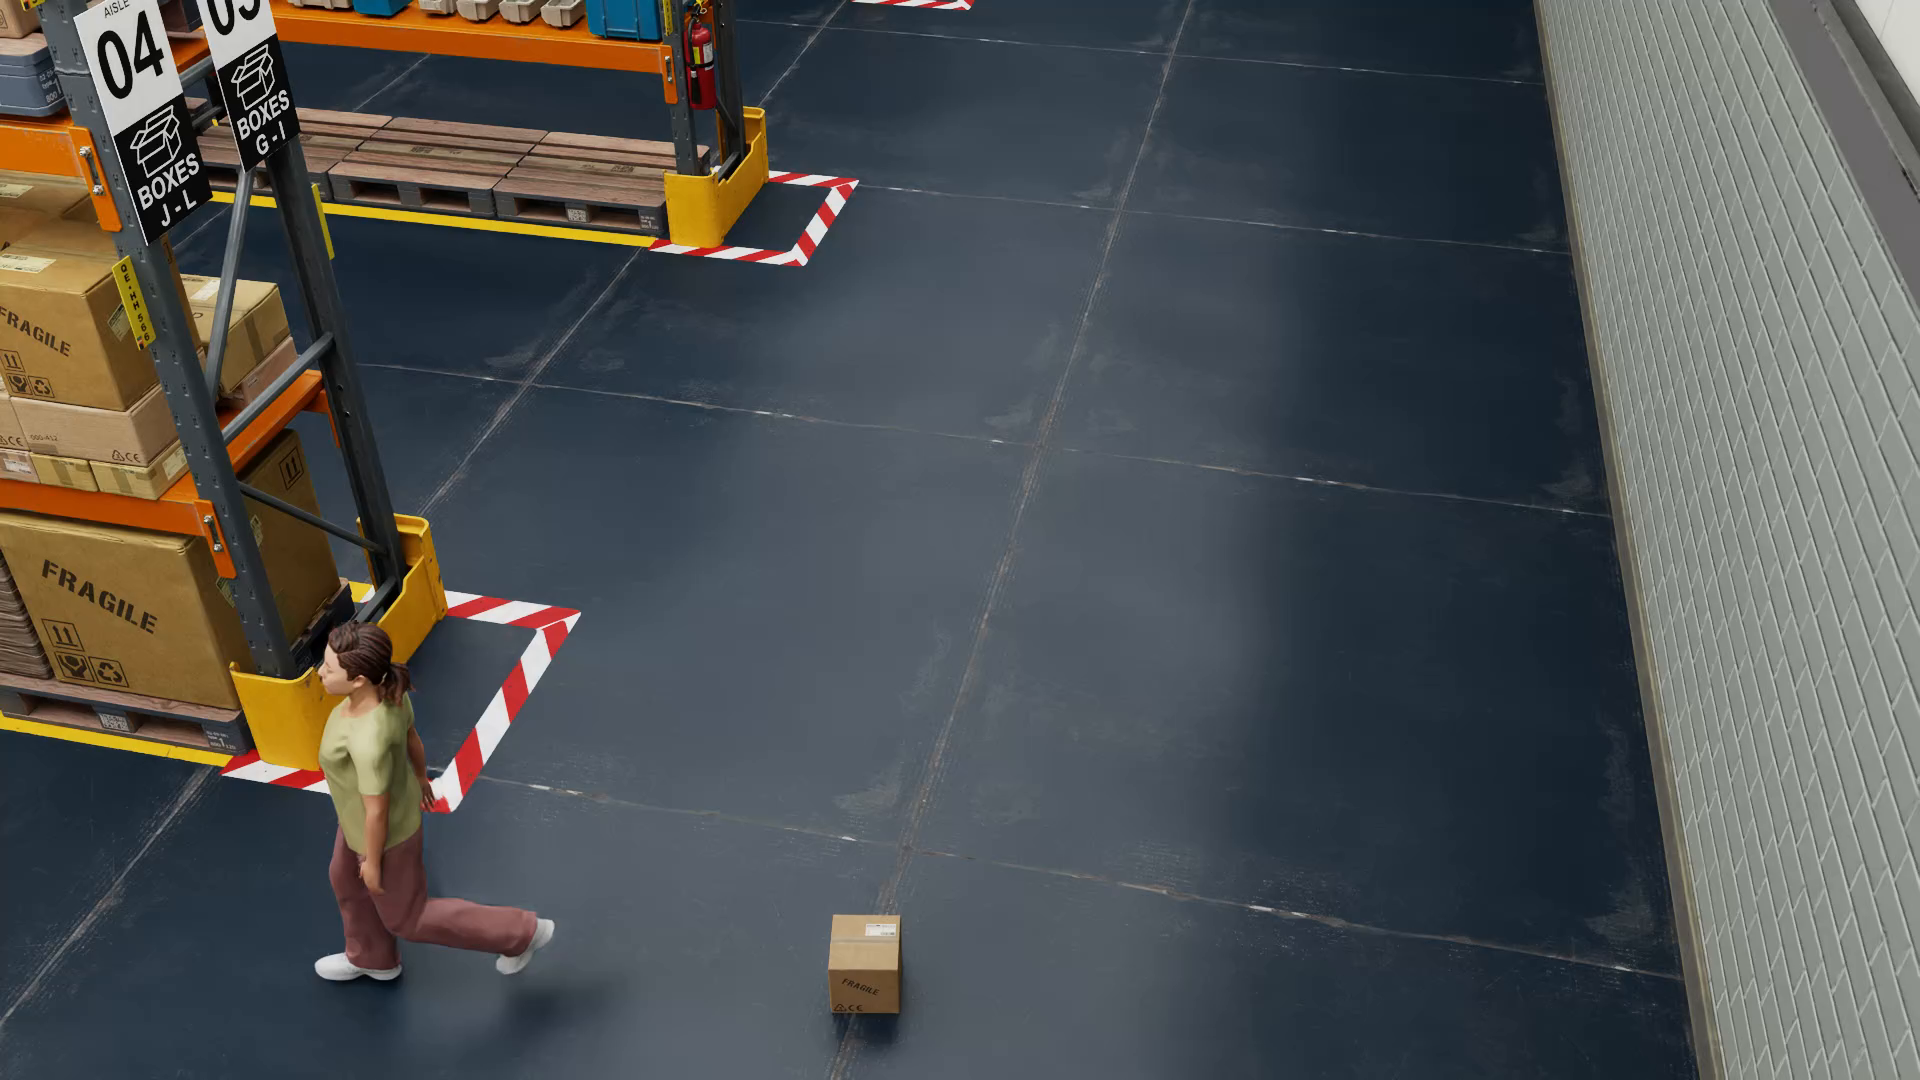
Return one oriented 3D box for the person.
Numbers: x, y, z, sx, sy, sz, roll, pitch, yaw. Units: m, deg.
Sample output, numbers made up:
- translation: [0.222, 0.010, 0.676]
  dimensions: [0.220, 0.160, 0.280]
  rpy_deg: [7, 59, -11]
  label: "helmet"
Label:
- translation: [-1.922, 0.957, 5.680]
  dimensions: [0.893, 1.629, 0.457]
  rpy_deg: [-7, 37, -10]
  label: "person"
